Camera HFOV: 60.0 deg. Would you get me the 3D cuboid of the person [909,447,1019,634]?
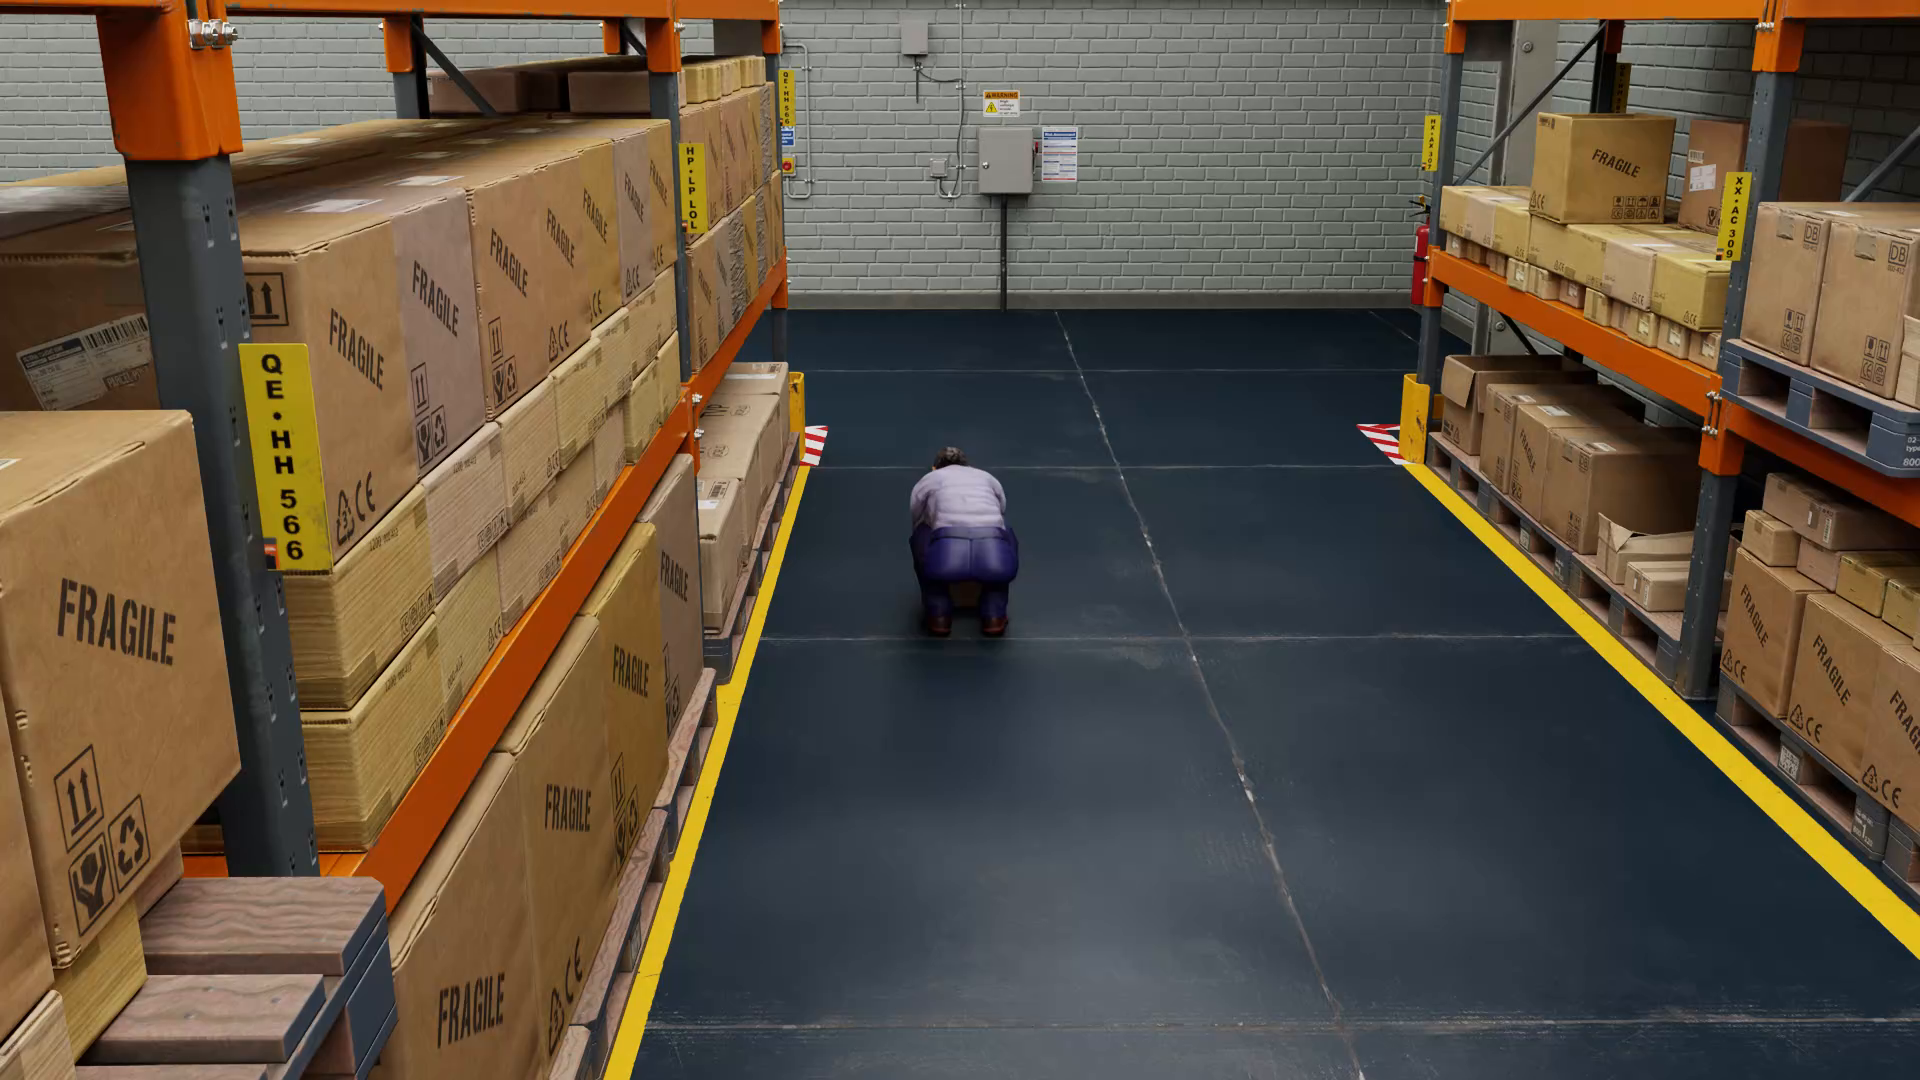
[{"bbox_3d":[0.018,0.044,7.571,0.504,0.818,0.844,0,17,-1],"label":"person"}]
